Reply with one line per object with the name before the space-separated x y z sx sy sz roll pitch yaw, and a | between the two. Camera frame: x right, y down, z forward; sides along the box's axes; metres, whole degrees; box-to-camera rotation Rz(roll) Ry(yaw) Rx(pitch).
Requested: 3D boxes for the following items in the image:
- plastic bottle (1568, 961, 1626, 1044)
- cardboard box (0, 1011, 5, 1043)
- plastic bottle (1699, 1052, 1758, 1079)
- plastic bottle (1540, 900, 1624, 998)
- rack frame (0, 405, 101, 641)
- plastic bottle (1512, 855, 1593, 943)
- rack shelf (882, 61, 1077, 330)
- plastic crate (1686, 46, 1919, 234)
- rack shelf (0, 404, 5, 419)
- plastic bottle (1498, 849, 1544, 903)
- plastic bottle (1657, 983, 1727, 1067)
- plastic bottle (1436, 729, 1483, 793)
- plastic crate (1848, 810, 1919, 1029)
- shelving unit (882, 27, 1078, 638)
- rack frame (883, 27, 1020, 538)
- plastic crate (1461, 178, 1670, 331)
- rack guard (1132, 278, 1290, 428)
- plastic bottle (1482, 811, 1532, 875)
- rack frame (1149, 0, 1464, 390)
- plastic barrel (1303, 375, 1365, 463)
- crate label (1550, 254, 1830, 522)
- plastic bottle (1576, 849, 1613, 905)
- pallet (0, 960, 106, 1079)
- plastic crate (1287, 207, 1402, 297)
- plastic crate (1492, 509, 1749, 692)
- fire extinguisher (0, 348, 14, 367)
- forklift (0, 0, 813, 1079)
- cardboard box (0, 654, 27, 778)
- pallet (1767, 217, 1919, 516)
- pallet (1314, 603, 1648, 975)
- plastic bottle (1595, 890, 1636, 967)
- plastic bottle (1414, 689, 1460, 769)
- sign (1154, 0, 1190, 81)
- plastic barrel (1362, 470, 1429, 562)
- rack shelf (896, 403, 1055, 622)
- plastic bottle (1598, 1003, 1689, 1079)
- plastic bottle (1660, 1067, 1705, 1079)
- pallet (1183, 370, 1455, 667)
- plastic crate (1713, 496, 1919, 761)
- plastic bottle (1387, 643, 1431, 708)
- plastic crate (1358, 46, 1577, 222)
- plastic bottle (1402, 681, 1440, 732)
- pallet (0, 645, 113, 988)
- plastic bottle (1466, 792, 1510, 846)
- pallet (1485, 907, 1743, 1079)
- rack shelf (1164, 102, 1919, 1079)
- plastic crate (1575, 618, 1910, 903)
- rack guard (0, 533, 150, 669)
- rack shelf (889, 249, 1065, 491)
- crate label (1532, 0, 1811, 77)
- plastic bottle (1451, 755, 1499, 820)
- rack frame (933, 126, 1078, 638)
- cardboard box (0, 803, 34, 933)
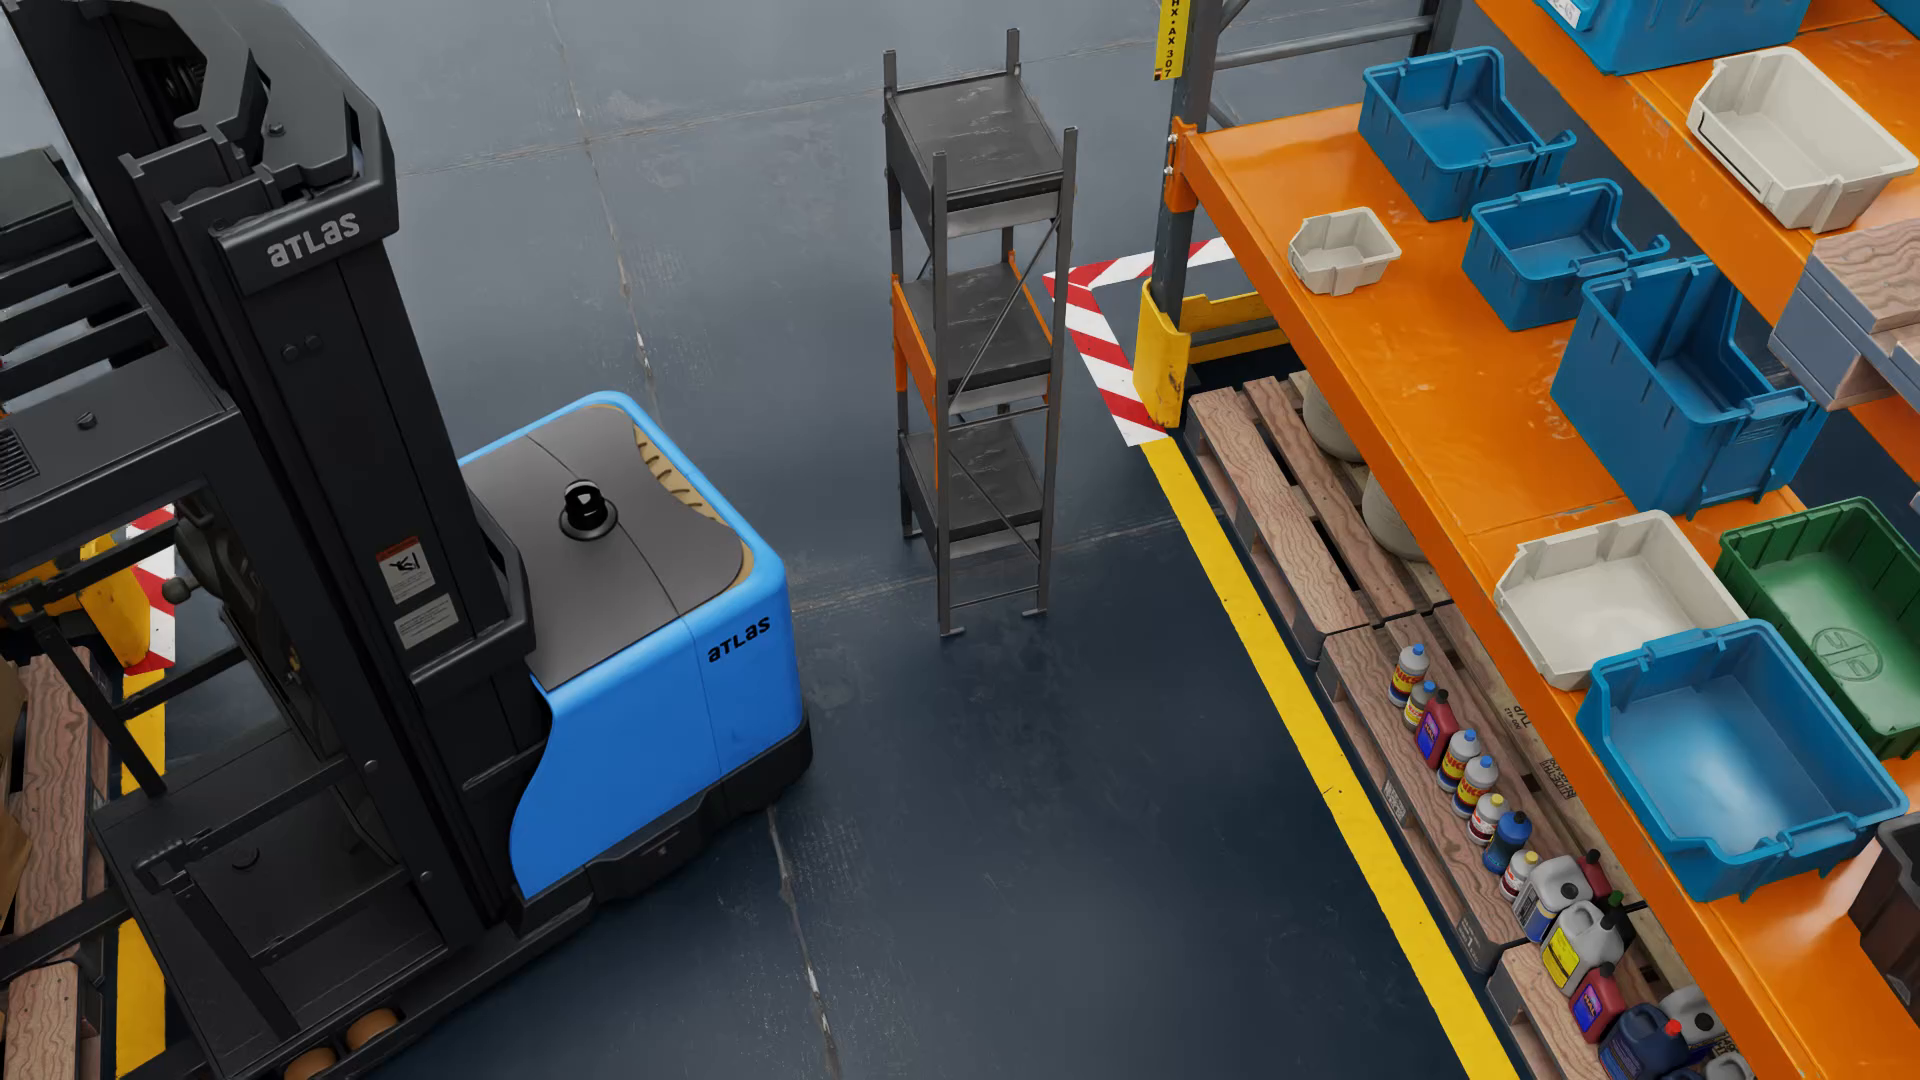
plastic bottle | 1.803 1.298 4.683 0.061 0.283 0.133 -10 51 -9
cardboard box | -2.956 1.438 4.436 0.500 0.500 0.500 -9 50 -8
plastic bottle | 2.085 1.494 4.474 0.144 0.351 0.185 -13 51 -11
plastic bottle | 1.795 1.150 4.763 0.144 0.351 0.185 -14 51 -11
rack frame | -3.501 -0.582 4.779 1.000 3.000 0.127 -13 51 -11
plastic bottle | 1.751 1.055 4.893 0.152 0.276 0.135 -12 51 -10
rack shelf | 0.049 -0.998 4.821 0.431 0.518 0.480 -13 51 -11
plastic crate | 1.552 -0.743 3.125 0.243 0.136 0.396 -13 51 -11
rack shelf | -2.910 1.110 3.822 1.077 0.370 4.000 -13 51 -11
plastic bottle | 1.690 0.999 4.989 0.097 0.201 0.097 0 50 0
plastic bottle | 2.025 1.358 4.637 0.152 0.276 0.135 -13 51 -11
plastic bottle | 1.570 0.681 5.211 0.097 0.271 0.097 0 50 0
plastic crate | 2.380 0.828 3.630 0.767 0.338 0.504 -13 51 -11
shelving unit | 0.049 -0.556 5.345 0.431 2.100 0.503 -13 51 -11
rack frame | -0.023 -0.734 5.496 0.400 2.100 0.015 -13 51 -11
plastic crate | 1.851 -0.881 5.128 0.499 0.251 0.408 -13 51 -11
rack guard | 1.298 -0.851 6.641 1.175 0.500 0.348 -13 51 -11
plastic bottle | 1.660 0.902 5.025 0.097 0.271 0.097 0 50 0
rack frame | 1.230 -1.702 5.723 1.000 3.000 0.127 -13 51 -11
plastic barrel | 1.498 -0.572 6.123 0.421 0.512 0.421 0 50 0
crate label | 2.033 -0.430 4.628 0.502 0.435 0.616 -13 51 -11
plastic bottle | 1.853 1.028 4.910 0.061 0.283 0.133 -13 51 -11
pallet | -2.915 1.863 4.541 1.003 0.211 1.213 -13 51 -11
plastic crate | 1.188 -0.891 5.211 0.298 0.136 0.250 -13 51 -11
plastic crate | 1.691 0.176 4.312 0.530 0.136 0.437 -13 51 -11
fire extinguisher | -3.095 -0.745 4.967 0.296 0.674 0.183 -13 51 -11
forklift | -1.963 0.233 4.136 3.031 2.935 1.130 -31 56 -23
cardboard box | -3.332 0.548 5.186 0.500 0.500 0.500 -5 50 -4
pallet | 2.107 -0.191 2.611 1.213 0.211 1.003 -13 51 -11
pallet | 1.890 0.726 5.500 1.003 0.211 1.213 -13 51 -11
plastic bottle | 1.886 1.130 4.824 0.061 0.283 0.133 -13 51 -11
plastic bottle | 1.518 0.596 5.275 0.061 0.283 0.133 -13 51 -10
sign | 0.704 -1.670 5.515 0.100 0.325 0.005 -13 51 -11
plastic barrel | 1.646 -0.206 5.814 0.421 0.512 0.421 0 50 0
rack shelf | 0.049 -0.096 5.891 0.431 0.518 0.480 -13 51 -11
plastic bottle | 1.891 1.386 4.564 0.144 0.351 0.185 -16 52 -13
plastic bottle | 1.948 1.526 4.446 0.144 0.351 0.185 -15 51 -12
pallet | 1.533 -0.164 6.250 1.003 0.211 1.213 -13 51 -11
plastic crate | 2.282 0.232 4.231 0.450 0.188 0.662 -13 51 -11
plastic bottle | 1.469 0.430 5.422 0.097 0.271 0.097 0 50 0
plastic crate | 1.664 -1.356 5.529 0.499 0.251 0.616 -13 51 -11
plastic bottle | 1.500 0.528 5.385 0.097 0.201 0.097 0 50 0
pallet | -3.272 0.974 5.291 1.003 0.211 1.213 -13 51 -11
plastic bottle | 1.629 0.849 5.115 0.097 0.201 0.097 0 50 0
pallet | 2.255 1.618 4.748 1.003 0.211 1.213 -13 51 -11
rack shelf | 1.822 -0.009 4.767 1.077 0.370 4.000 -13 51 -11
plastic crate | 1.827 0.520 3.947 0.499 0.251 0.616 -13 51 -11
rack guard | -3.479 0.279 5.688 1.175 0.500 0.348 -13 51 -11
rack shelf | 0.049 -0.547 5.356 0.431 0.518 0.480 -13 51 -11
crate label | 1.468 -1.179 3.417 0.502 0.251 0.408 -13 51 -11
plastic bottle | 1.600 0.754 5.149 0.097 0.271 0.097 0 50 0
rack frame | 0.121 -0.378 5.195 0.400 2.100 0.015 -13 51 -11
cardboard box | -3.123 0.977 4.825 0.500 0.500 0.500 -2 50 -1
